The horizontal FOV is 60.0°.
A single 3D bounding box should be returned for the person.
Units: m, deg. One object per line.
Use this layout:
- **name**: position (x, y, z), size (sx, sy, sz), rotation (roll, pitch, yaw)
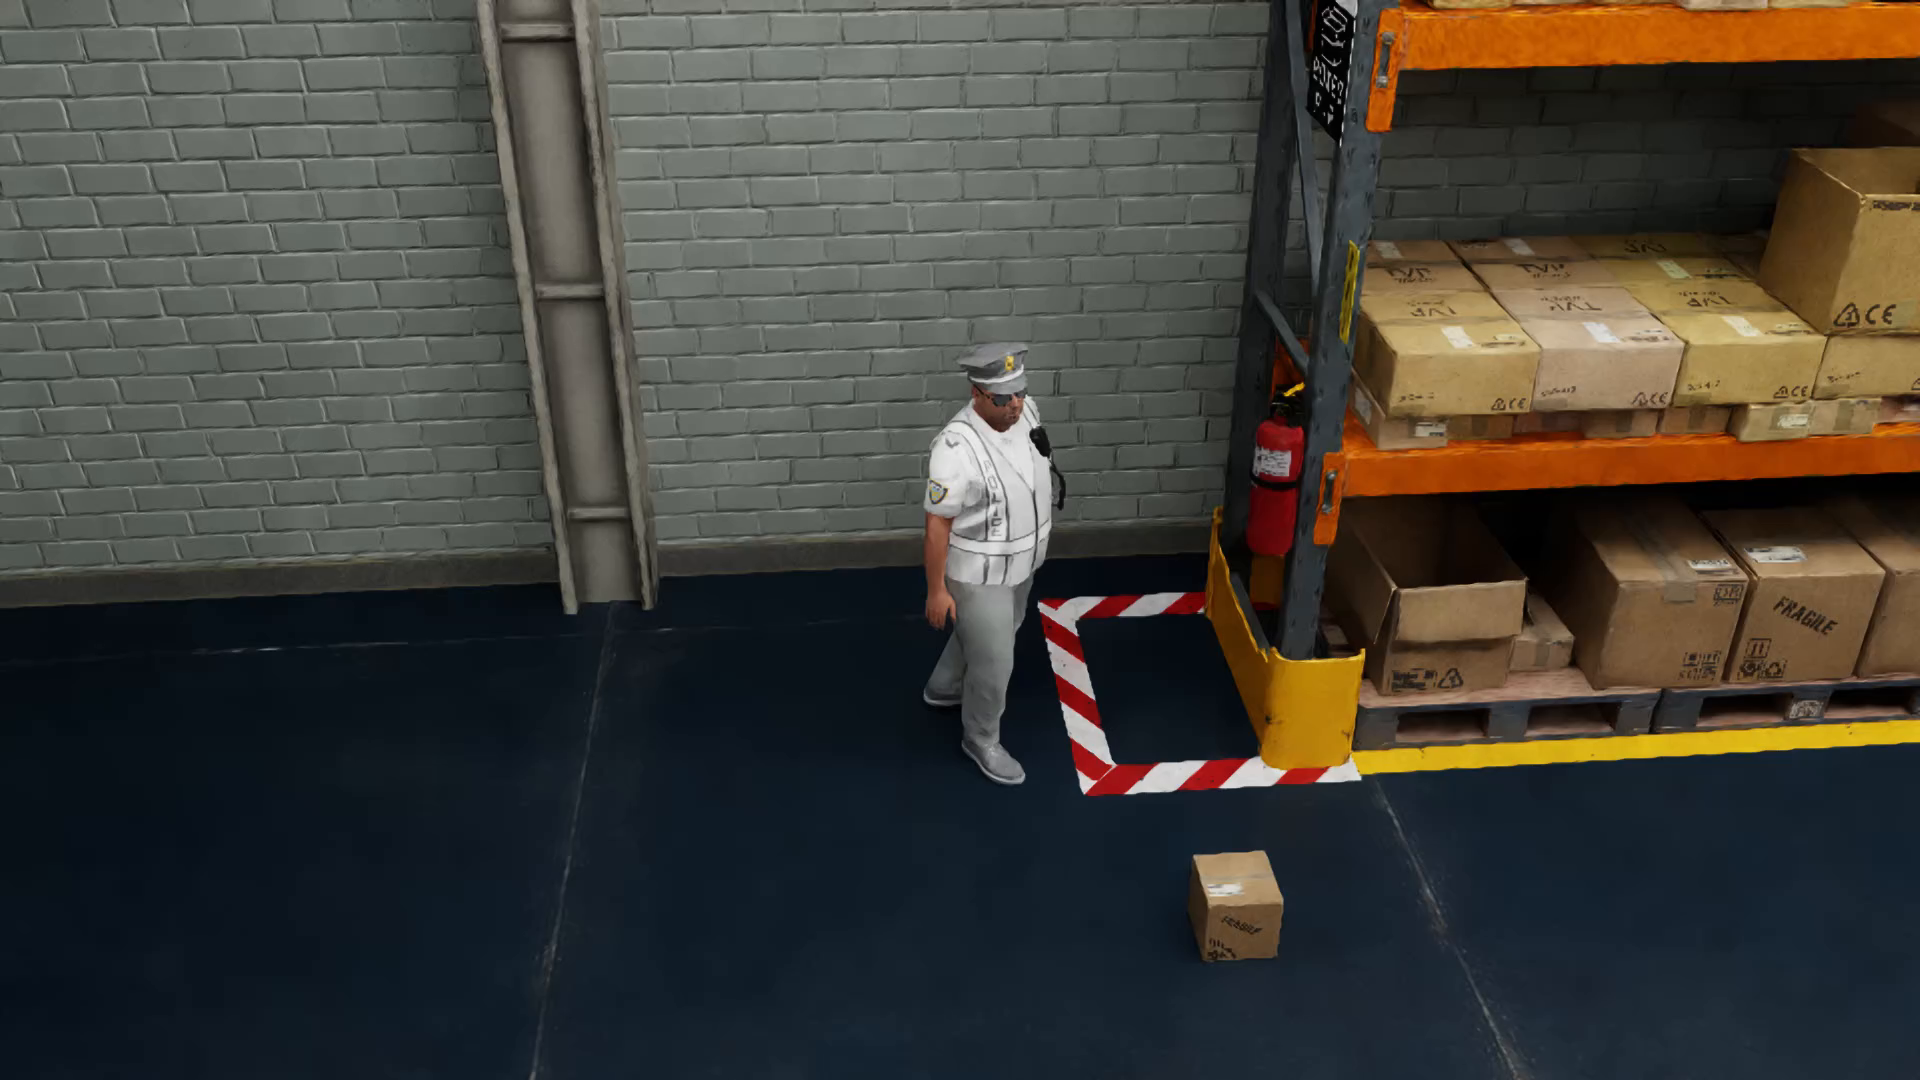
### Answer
- **person**: position (0.055, 0.043, 6.054), size (0.593, 1.754, 0.596), rotation (20, 36, 30)
